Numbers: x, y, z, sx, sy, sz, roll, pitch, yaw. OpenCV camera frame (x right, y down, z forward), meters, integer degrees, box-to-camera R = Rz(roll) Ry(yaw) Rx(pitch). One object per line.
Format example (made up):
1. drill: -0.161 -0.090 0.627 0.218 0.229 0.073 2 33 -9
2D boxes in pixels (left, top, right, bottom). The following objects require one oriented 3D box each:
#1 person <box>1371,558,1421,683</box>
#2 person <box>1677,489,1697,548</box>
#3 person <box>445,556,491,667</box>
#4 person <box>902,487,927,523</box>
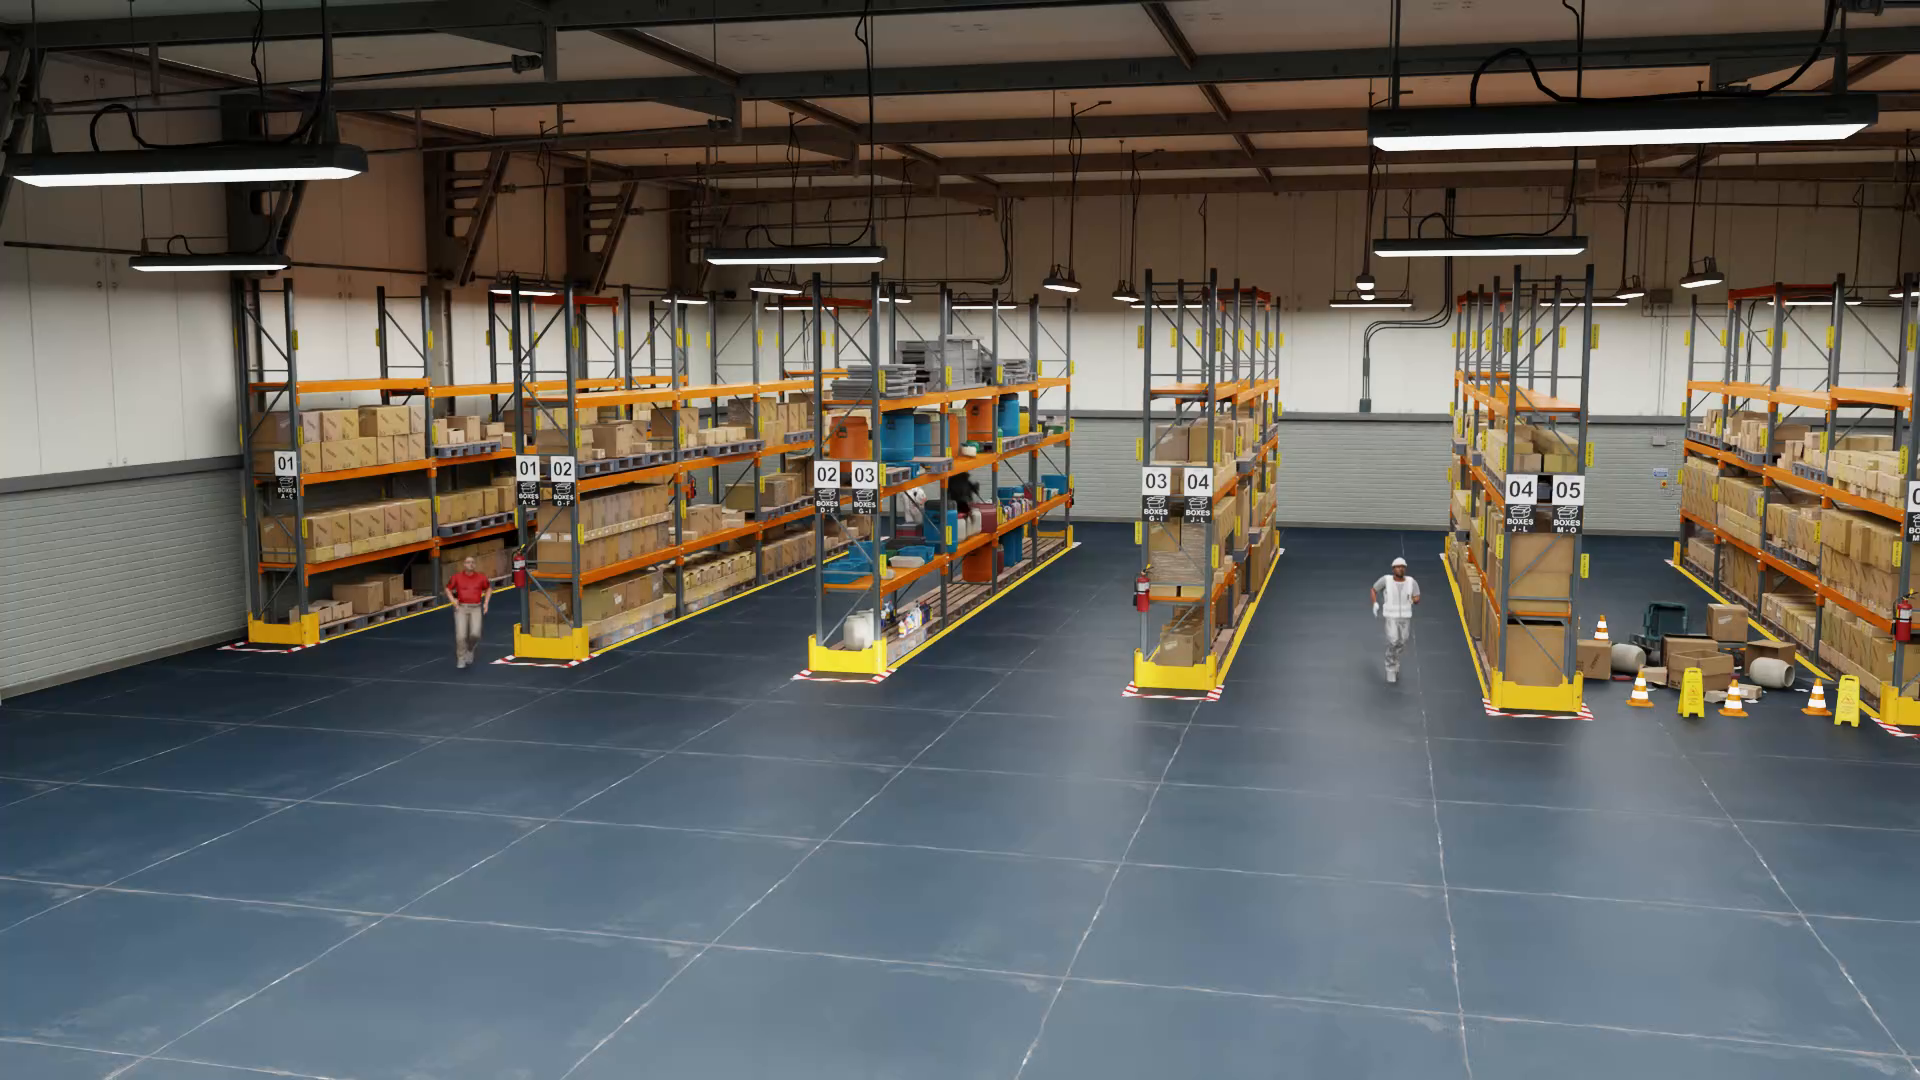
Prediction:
1. person: 6.460 1.177 24.585 0.657 1.843 0.768 0 7 -3
2. person: 16.849 -0.407 38.315 0.673 1.748 0.711 5 8 35
3. person: -7.555 1.107 25.608 0.690 1.695 0.520 -2 7 -18
4. person: -1.124 -0.667 40.119 0.636 1.758 0.751 2 7 15
